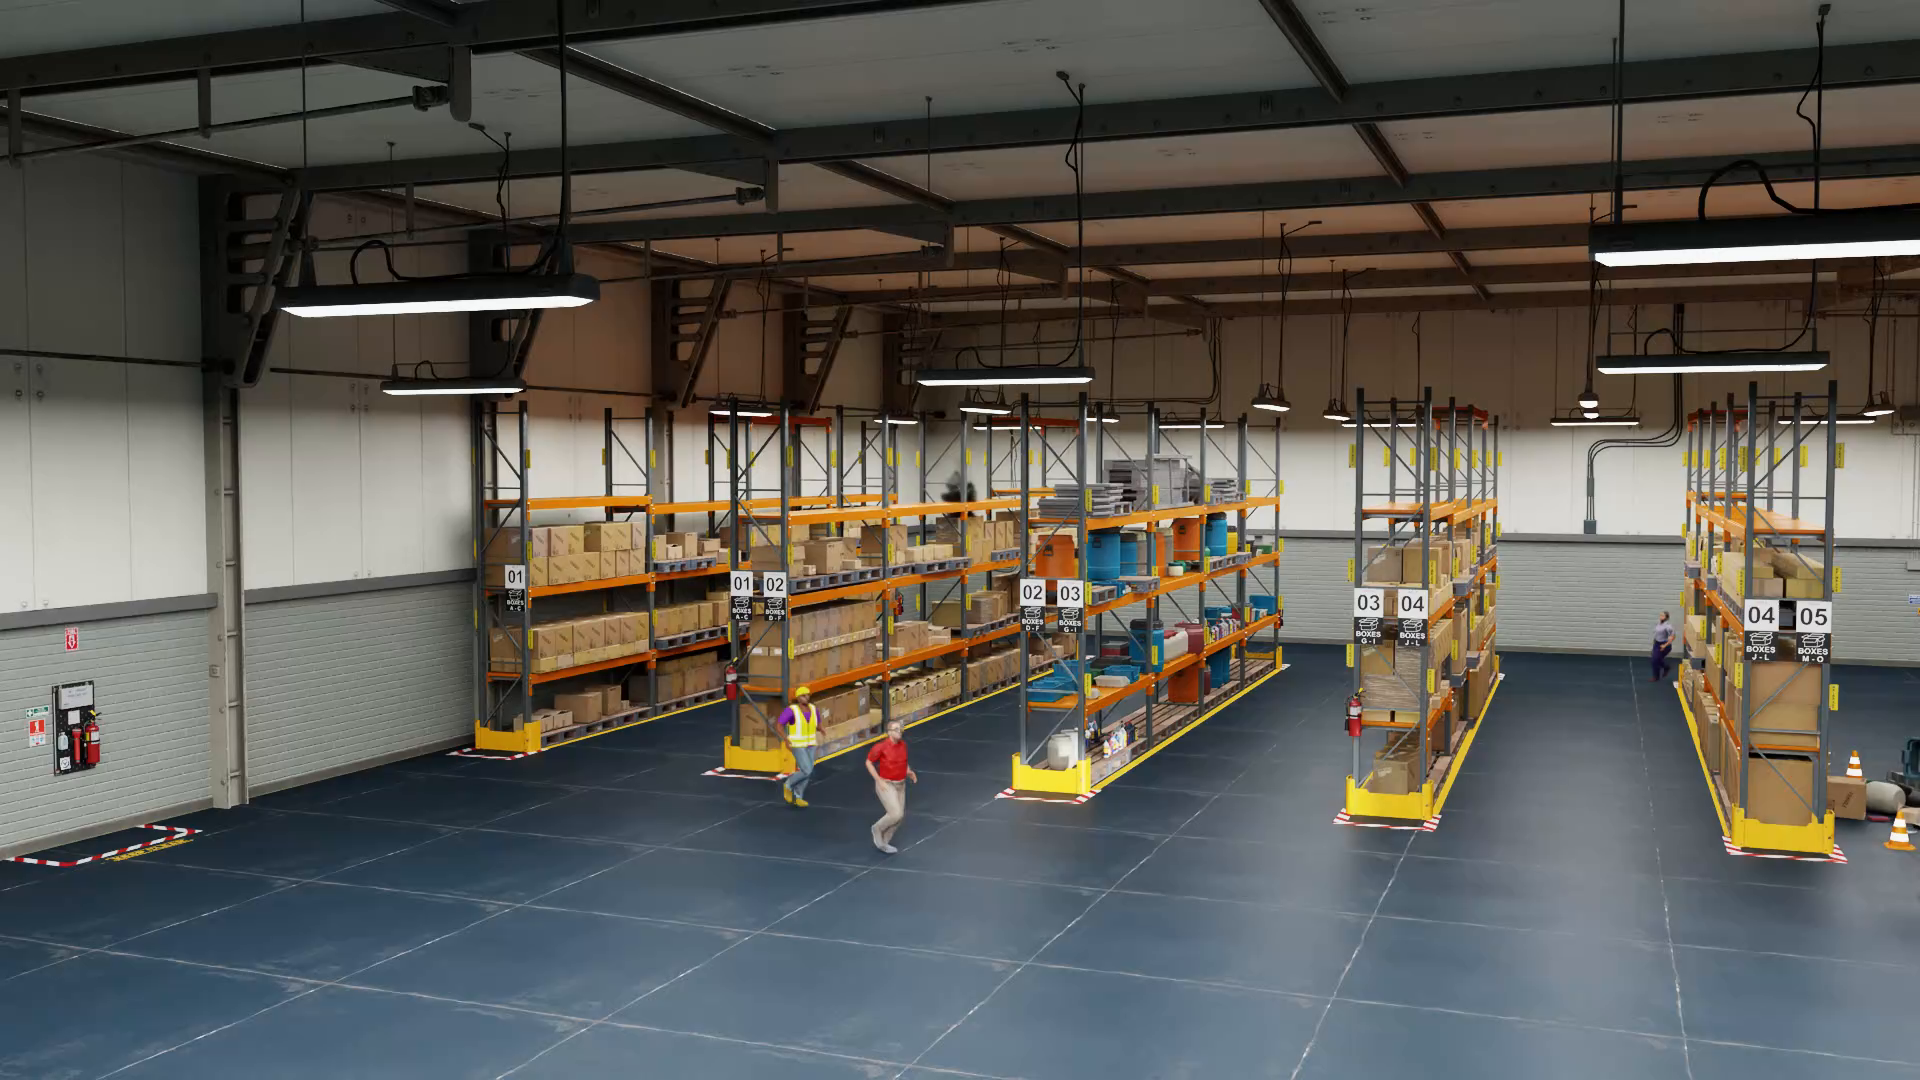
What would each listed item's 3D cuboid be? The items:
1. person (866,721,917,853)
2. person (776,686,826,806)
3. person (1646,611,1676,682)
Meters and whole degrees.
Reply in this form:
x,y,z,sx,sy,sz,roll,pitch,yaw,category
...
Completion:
x,y,z,sx,sy,sz,roll,pitch,yaw,category
-0.827,3.137,21.098,0.592,1.673,0.604,2,4,41,person
-2.229,2.970,23.945,0.681,1.729,0.594,-3,4,-42,person
15.824,2.407,37.339,0.638,1.579,0.693,0,3,-9,person
